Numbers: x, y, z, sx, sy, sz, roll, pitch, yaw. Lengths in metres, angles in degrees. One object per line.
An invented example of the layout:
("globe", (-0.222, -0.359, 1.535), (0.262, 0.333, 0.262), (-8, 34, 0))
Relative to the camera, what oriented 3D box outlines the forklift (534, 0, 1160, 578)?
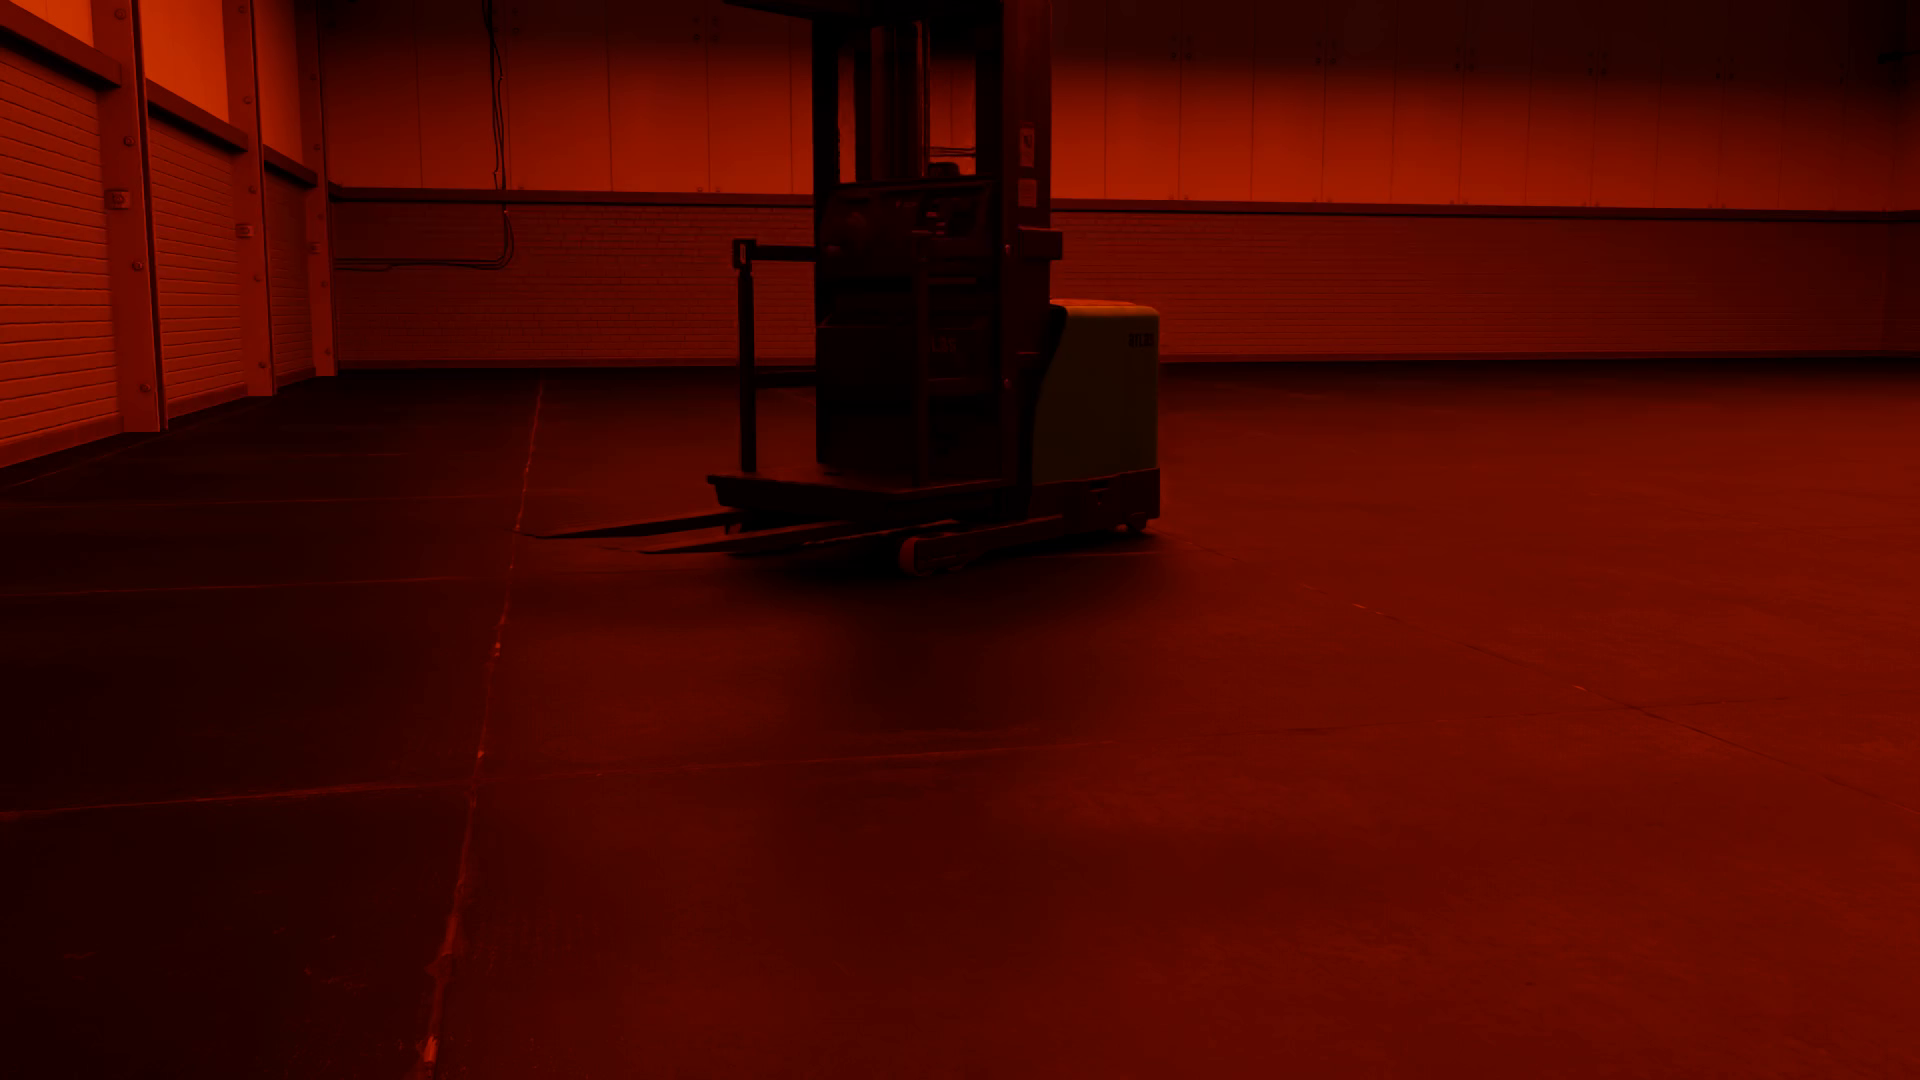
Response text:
("forklift", (-0.371, -1.378, 6.980), (1.130, 2.935, 3.031), (7, 10, 39))
